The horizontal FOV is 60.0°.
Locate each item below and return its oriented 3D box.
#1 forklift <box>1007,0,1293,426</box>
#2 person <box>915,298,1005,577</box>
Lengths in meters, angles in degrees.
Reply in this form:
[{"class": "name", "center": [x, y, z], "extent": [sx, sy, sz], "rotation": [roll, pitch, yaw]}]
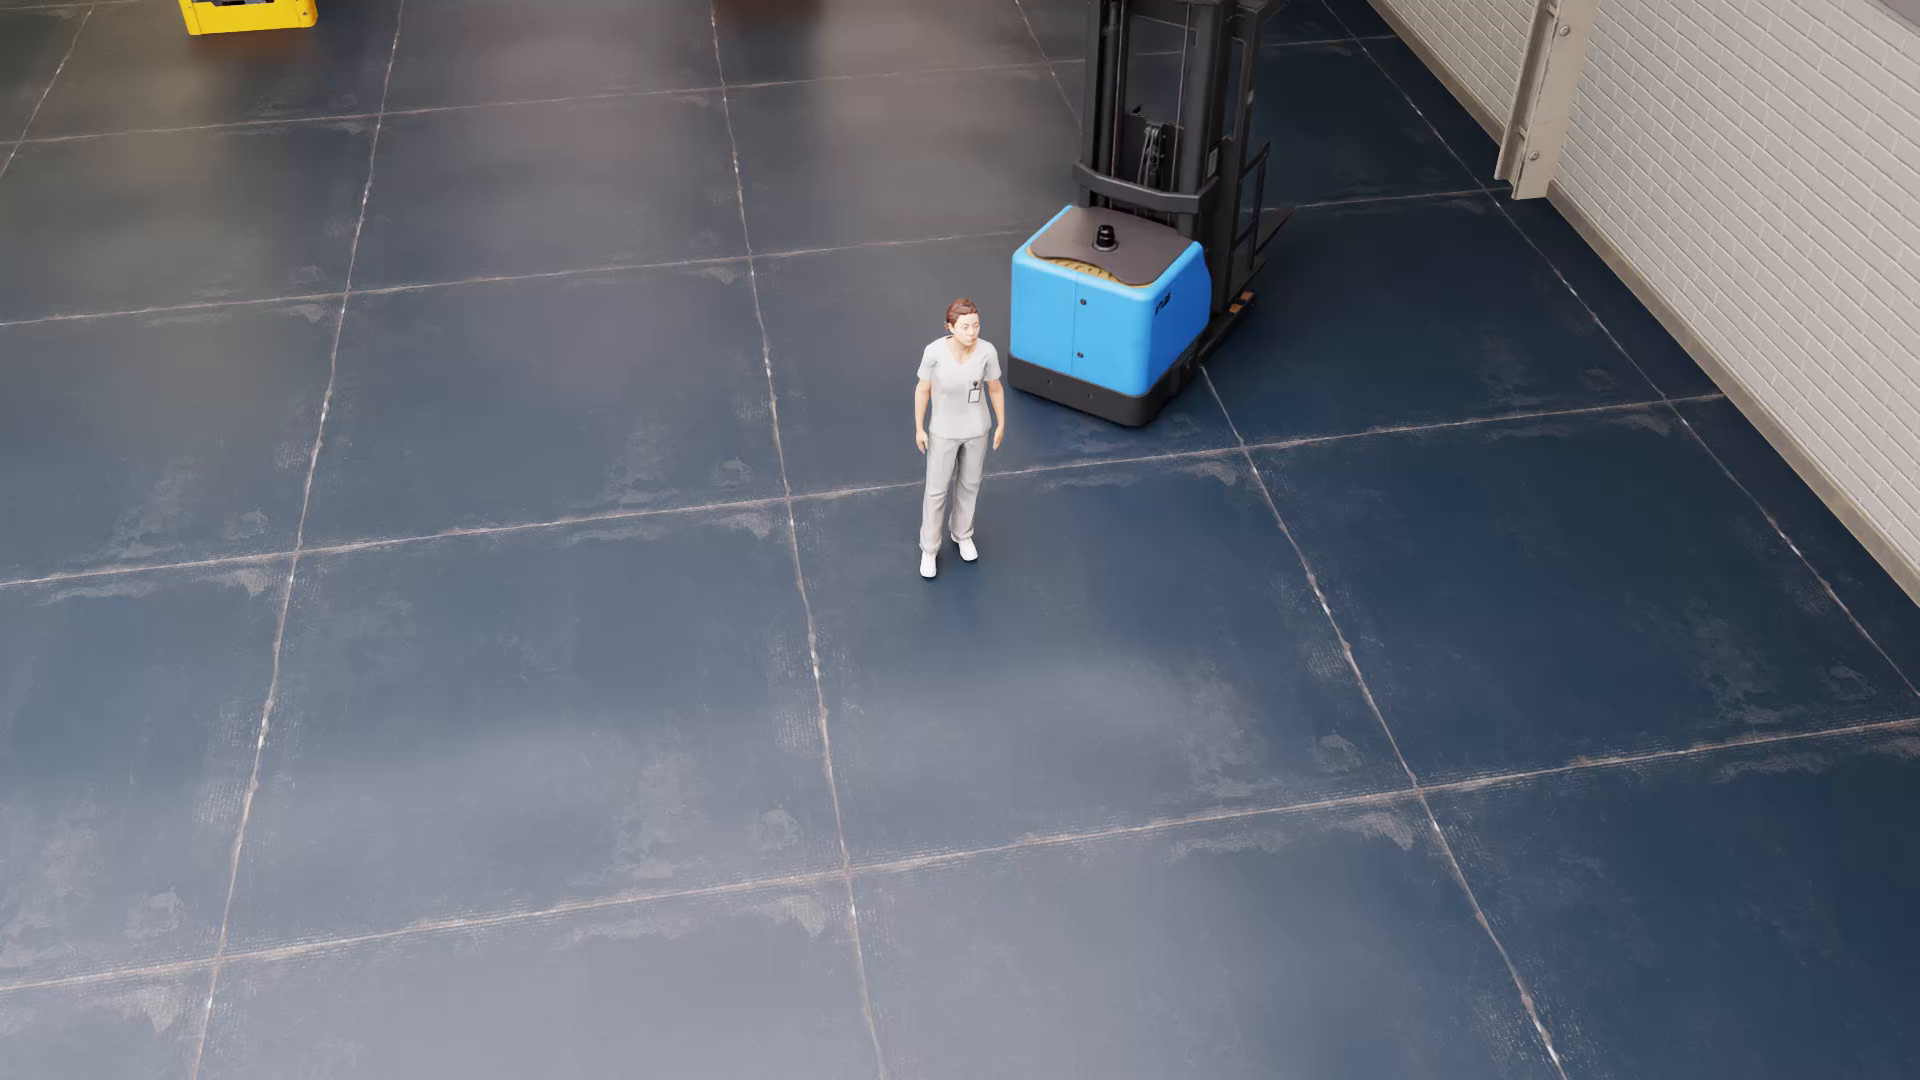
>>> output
[{"class": "forklift", "center": [1.517, -2.801, 11.253], "extent": [1.130, 2.935, 3.031], "rotation": [21, 45, 23]}, {"class": "person", "center": [0.000, -0.595, 9.616], "extent": [0.550, 1.675, 0.549], "rotation": [-7, 41, -8]}]
